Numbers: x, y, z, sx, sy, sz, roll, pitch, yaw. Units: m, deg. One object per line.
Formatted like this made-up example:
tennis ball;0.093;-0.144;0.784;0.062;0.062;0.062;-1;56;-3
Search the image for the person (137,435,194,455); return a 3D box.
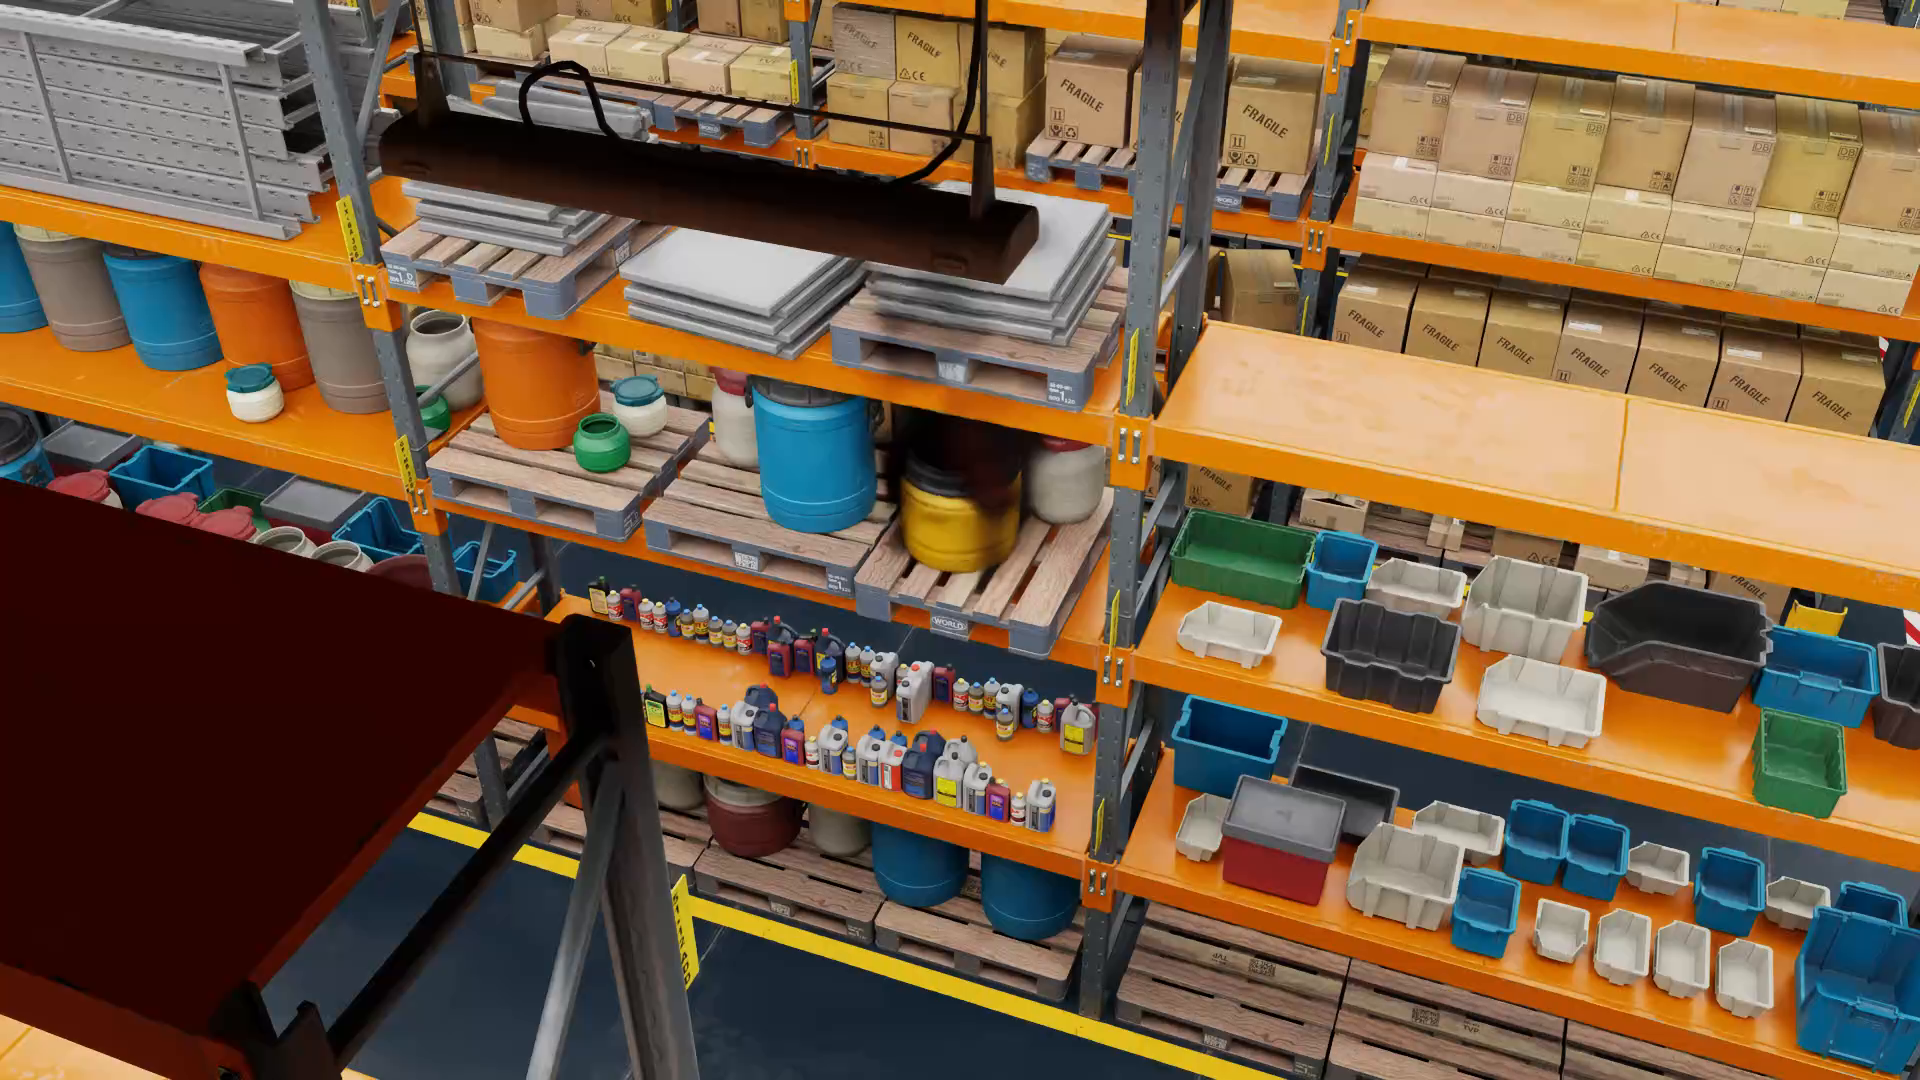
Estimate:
person;-6.243;-0.819;13.039;0.568;1.734;0.662;14;39;19
